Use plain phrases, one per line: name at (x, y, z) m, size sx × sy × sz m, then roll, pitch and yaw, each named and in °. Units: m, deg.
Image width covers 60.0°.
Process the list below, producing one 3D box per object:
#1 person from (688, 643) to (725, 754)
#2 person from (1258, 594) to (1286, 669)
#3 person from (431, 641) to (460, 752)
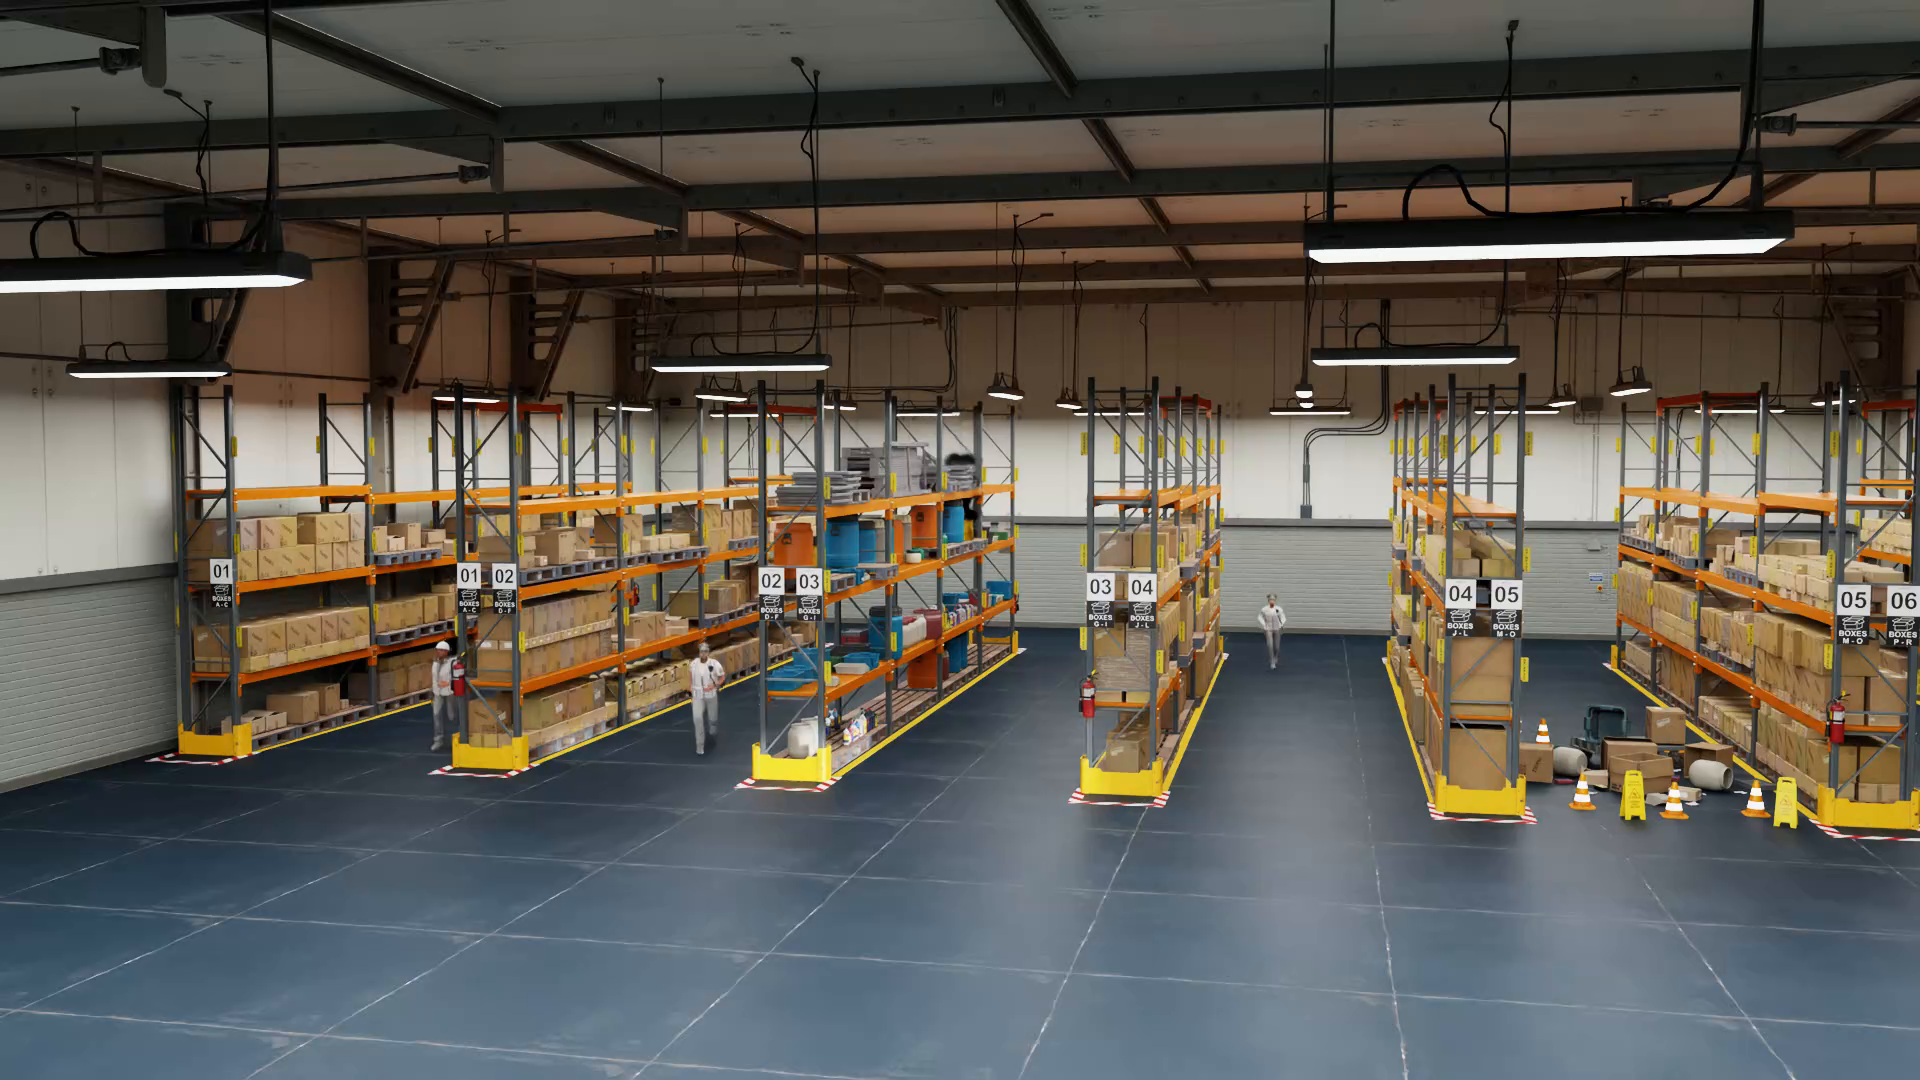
person at (-4.208, 2.595, 27.615) m, size 0.631 × 1.806 × 1.134 m, roll 0°, pitch 3°, yaw -4°
person at (7.080, 2.052, 37.737) m, size 0.630 × 1.675 × 0.783 m, roll 0°, pitch 3°, yaw 6°
person at (-8.559, 2.565, 27.761) m, size 0.678 × 1.774 × 1.010 m, roll 1°, pitch 3°, yaw 18°
